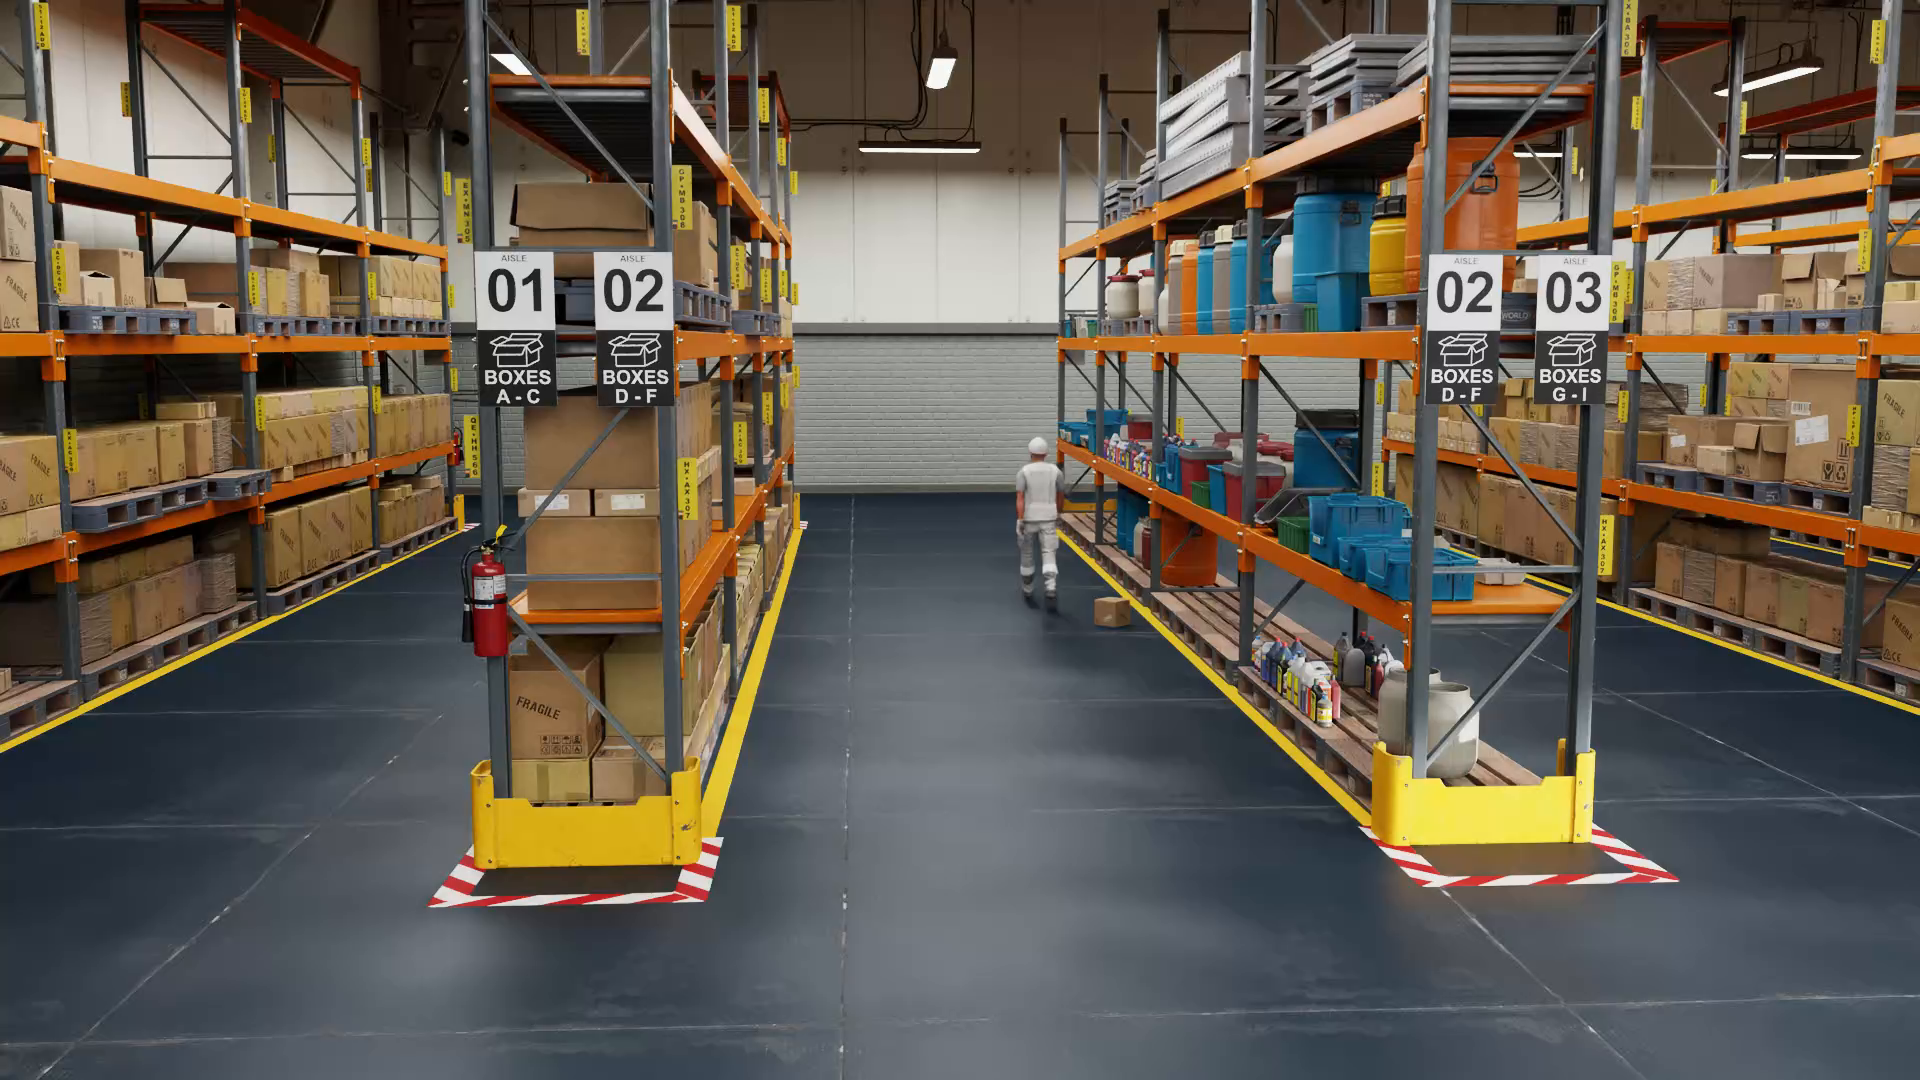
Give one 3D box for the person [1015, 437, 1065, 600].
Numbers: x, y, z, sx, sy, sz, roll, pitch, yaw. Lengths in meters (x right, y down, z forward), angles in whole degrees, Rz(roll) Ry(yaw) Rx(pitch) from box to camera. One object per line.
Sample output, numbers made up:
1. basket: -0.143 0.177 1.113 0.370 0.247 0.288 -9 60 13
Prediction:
1. person: 0.838 -0.218 17.535 0.537 1.742 1.066 0 7 -3
